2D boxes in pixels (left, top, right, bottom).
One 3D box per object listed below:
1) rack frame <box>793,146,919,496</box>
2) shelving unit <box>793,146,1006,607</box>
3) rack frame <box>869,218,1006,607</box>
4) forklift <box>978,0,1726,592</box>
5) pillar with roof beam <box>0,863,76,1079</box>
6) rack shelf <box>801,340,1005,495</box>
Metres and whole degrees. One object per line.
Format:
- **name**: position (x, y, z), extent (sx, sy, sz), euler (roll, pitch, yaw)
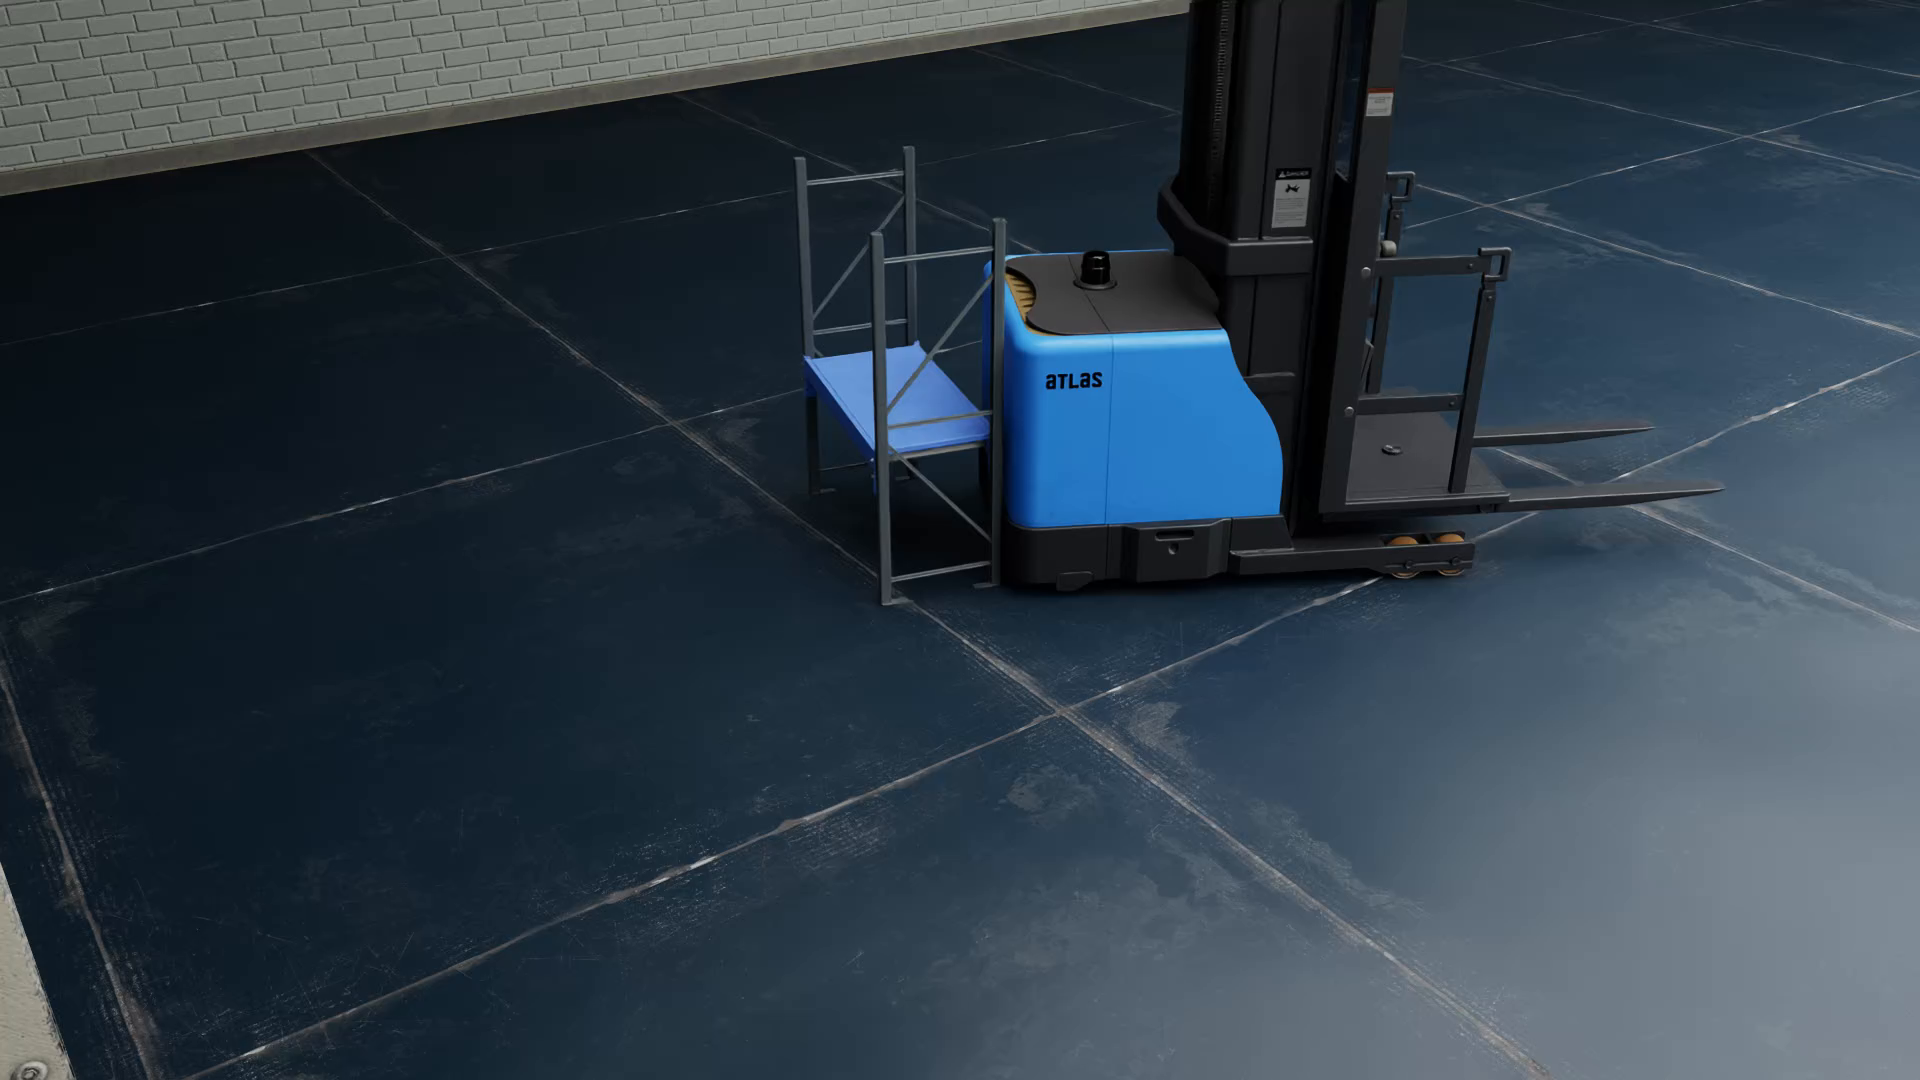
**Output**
- **rack frame**: position (-0.425, -0.901, 7.054), extent (0.500, 1.500, 0.032), euler (-10, 30, -18)
- **shelving unit**: position (-0.251, -0.673, 6.635), extent (0.538, 1.500, 1.048), euler (-10, 30, -18)
- **rack frame**: position (-0.076, -0.445, 6.215), extent (0.500, 1.500, 0.032), euler (-10, 30, -18)
- **forklift**: position (1.636, -1.380, 6.437), extent (3.031, 2.935, 1.130), euler (-3, 29, -6)
- **pillar with roof beam**: position (1.161, -3.622, 4.207), extent (9.100, 9.000, 0.400), euler (-19, 34, -31)
- **rack shelf**: position (-0.251, -0.515, 6.721), extent (0.538, 0.185, 1.000), euler (-10, 30, -18)
